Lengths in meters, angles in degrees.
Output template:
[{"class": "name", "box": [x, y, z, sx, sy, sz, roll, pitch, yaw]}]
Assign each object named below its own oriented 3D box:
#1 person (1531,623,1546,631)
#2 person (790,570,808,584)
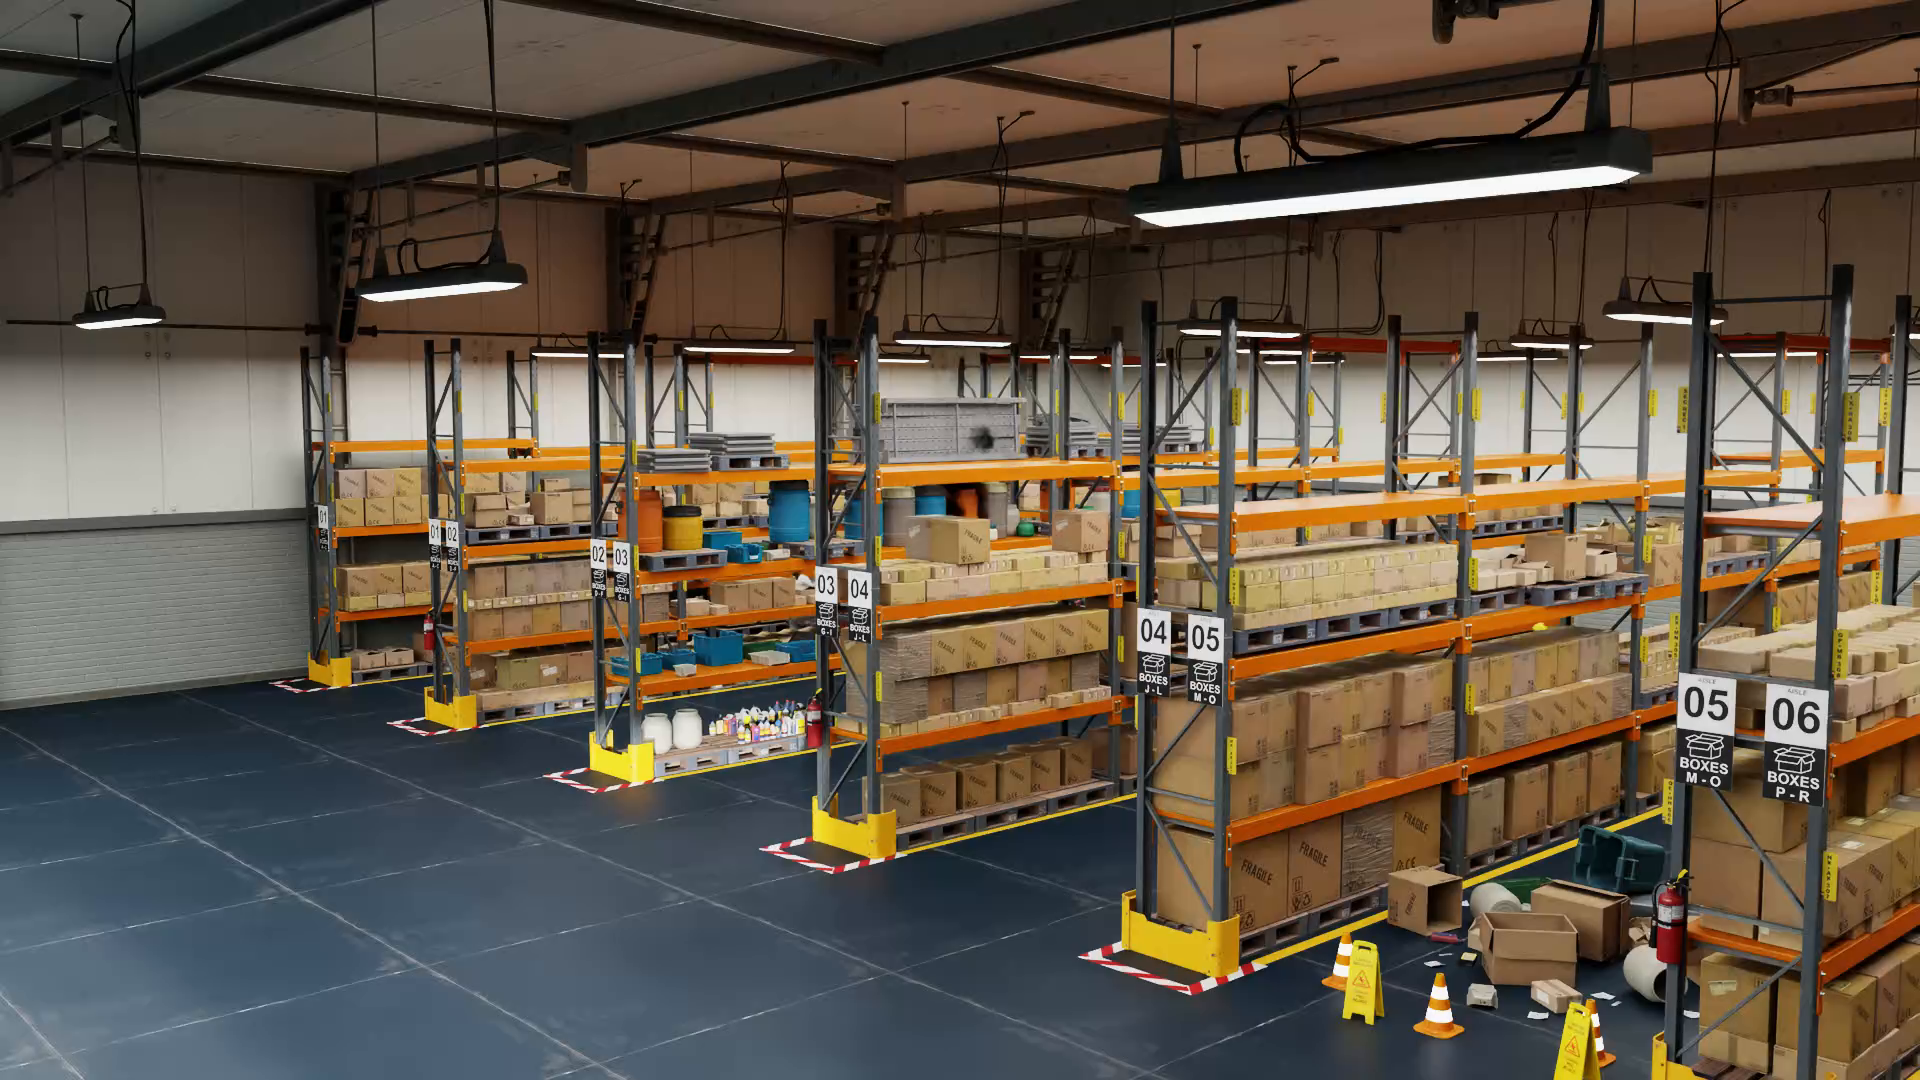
[{"class": "person", "box": [8.523, 1.657, 24.537, 0.640, 0.879, 0.702, 5, 7, 44]}, {"class": "person", "box": [-3.258, 1.315, 34.005, 0.726, 1.750, 0.906, 5, 7, 44]}]
